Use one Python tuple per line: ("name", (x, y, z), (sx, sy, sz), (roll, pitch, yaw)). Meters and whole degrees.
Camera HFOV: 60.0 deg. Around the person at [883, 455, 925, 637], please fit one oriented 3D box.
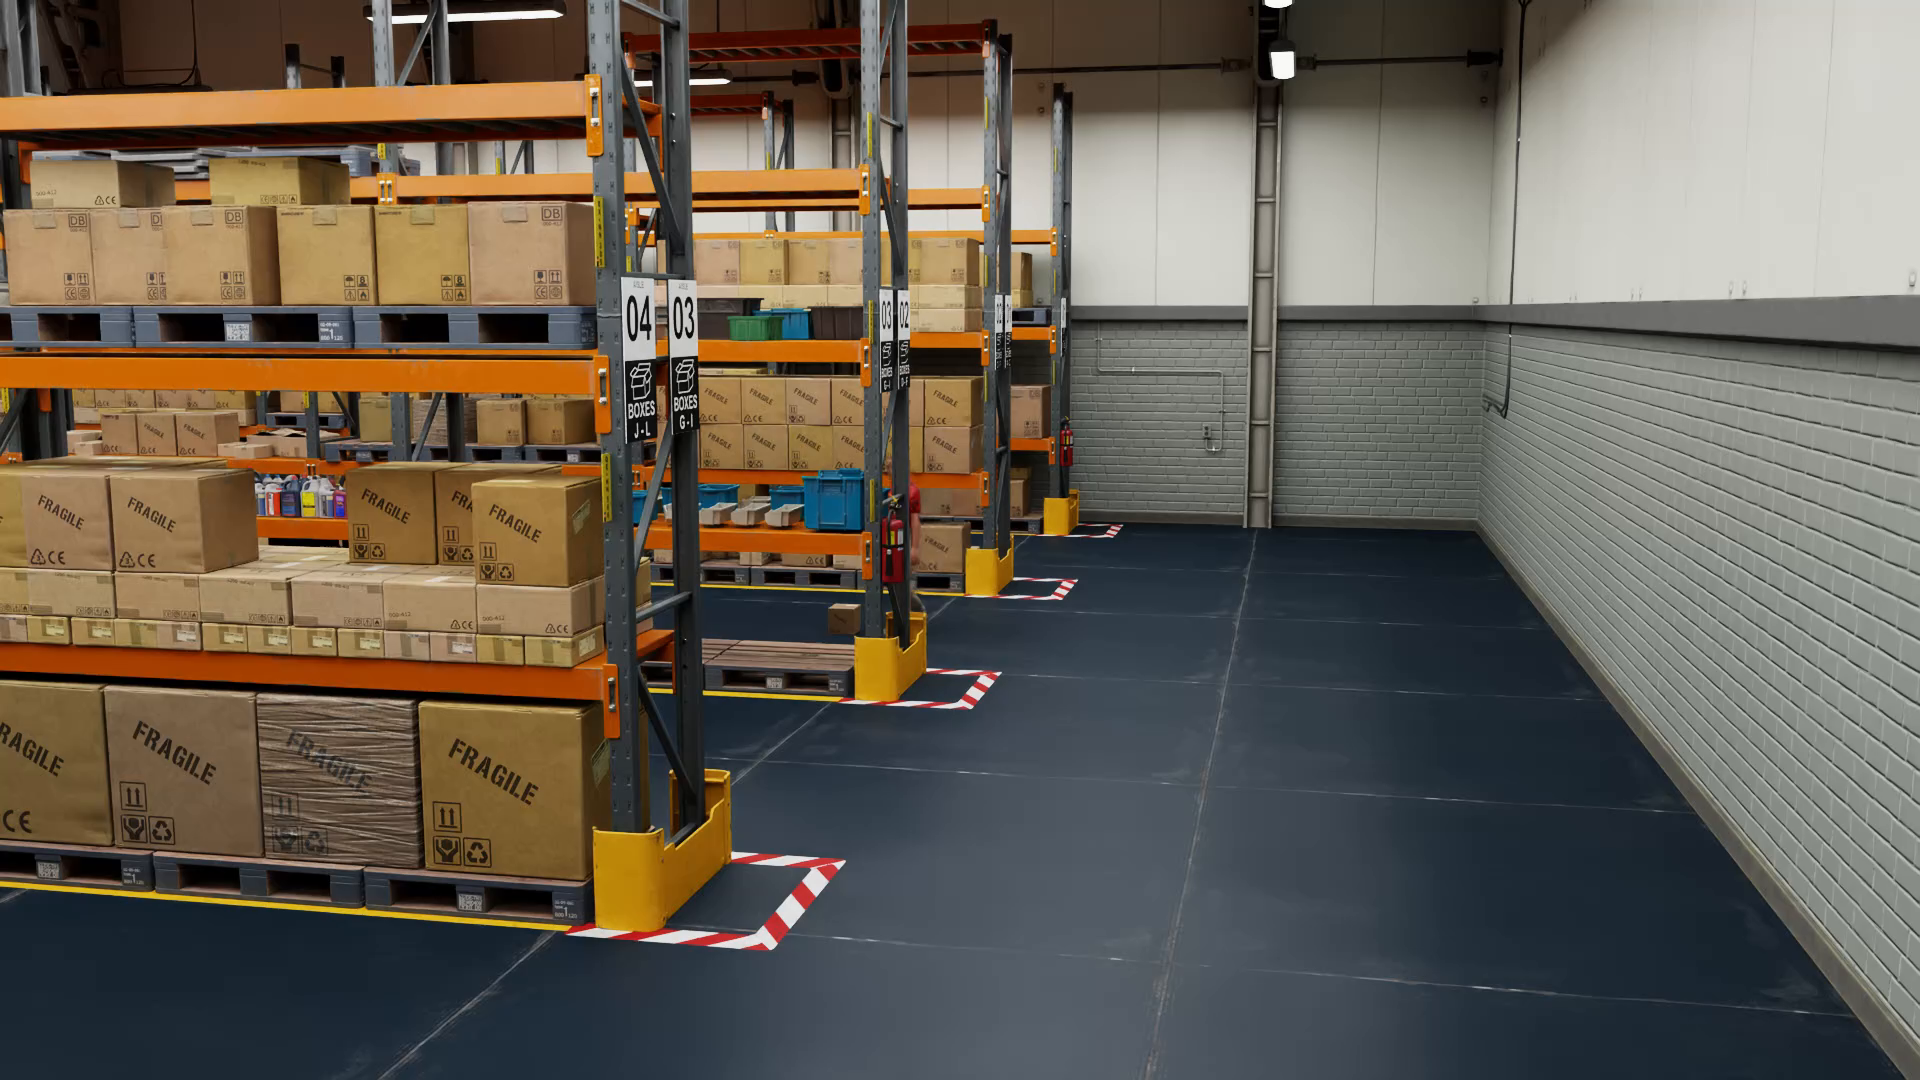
("person", (-0.562, 0.025, 15.726), (0.729, 1.700, 0.770), (-3, 9, -24))
